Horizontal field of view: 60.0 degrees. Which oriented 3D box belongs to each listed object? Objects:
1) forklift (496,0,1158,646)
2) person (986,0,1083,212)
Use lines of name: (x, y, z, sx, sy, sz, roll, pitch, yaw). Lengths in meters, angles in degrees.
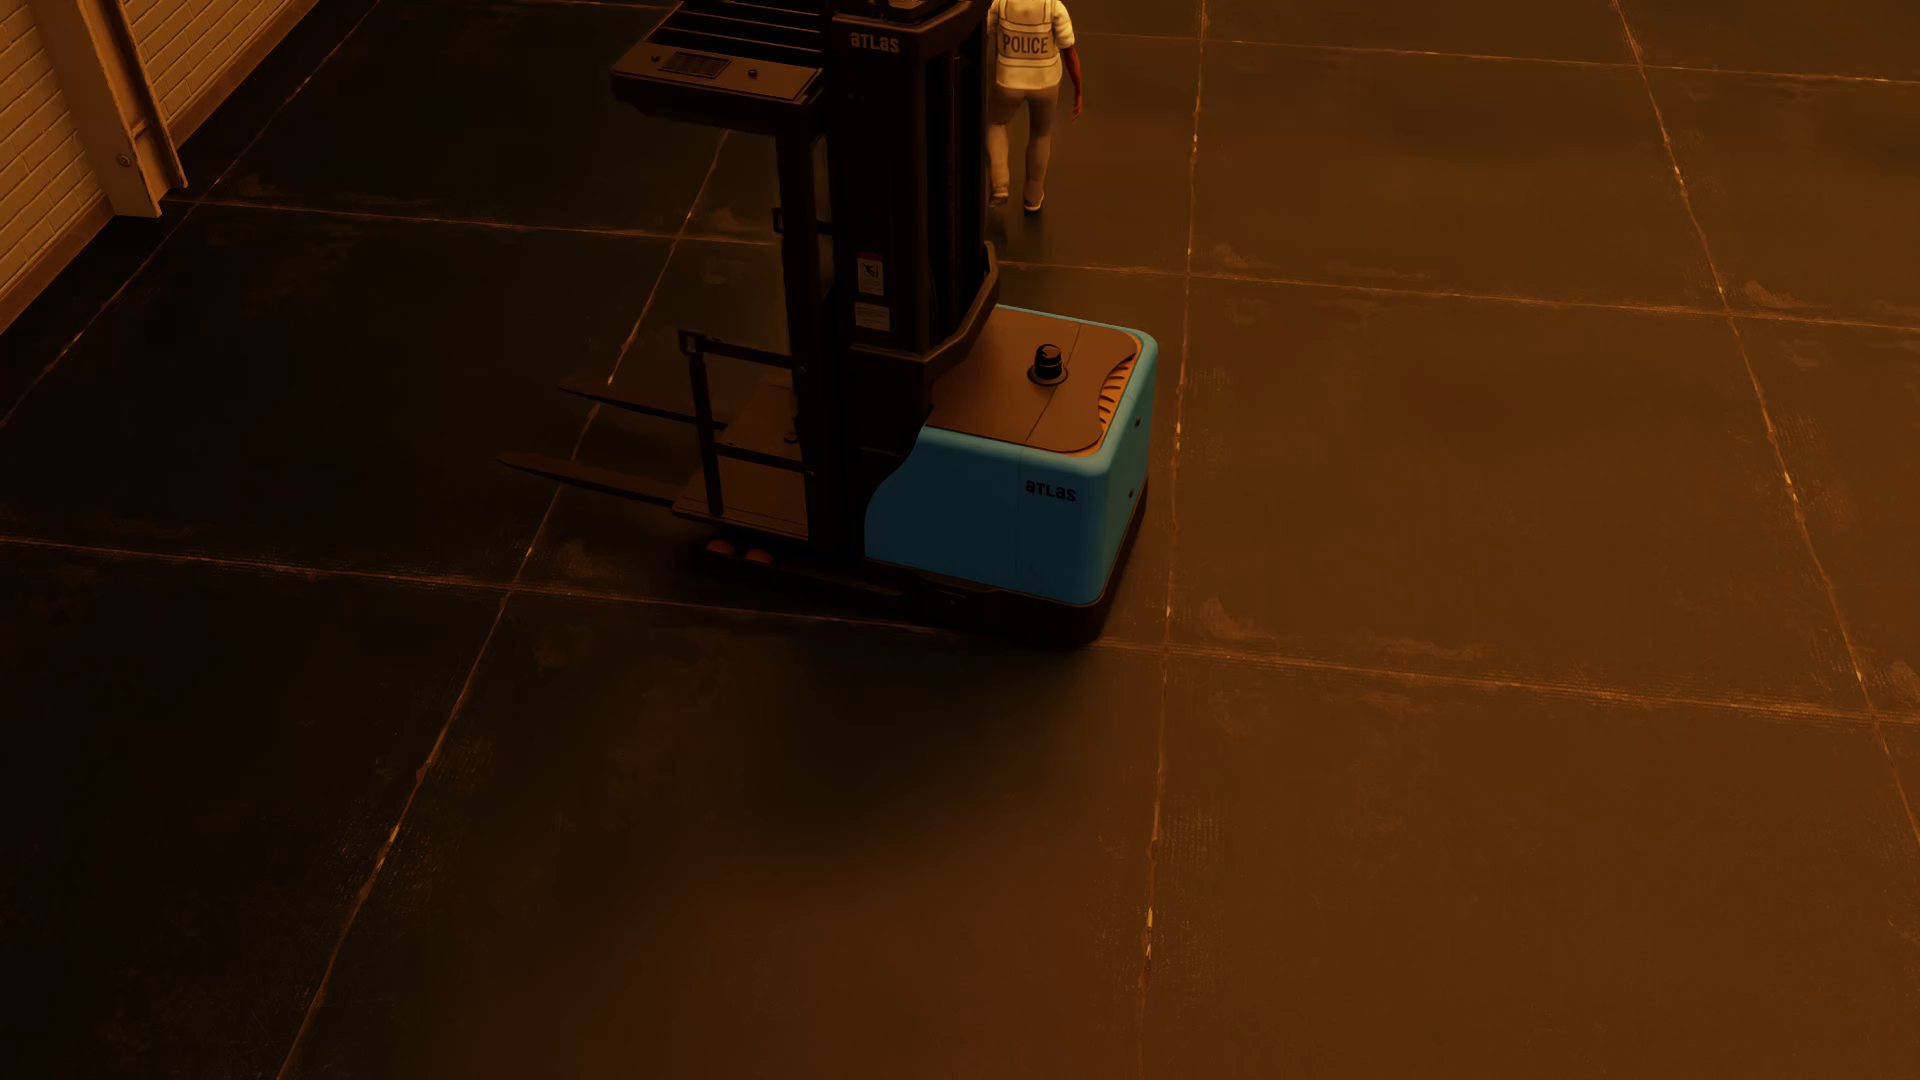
forklift: (-0.691, -1.201, 7.032, 3.031, 2.935, 1.130, 13, 44, 13)
person: (0.371, -2.608, 9.519, 0.674, 1.647, 0.516, 3, 43, 3)
